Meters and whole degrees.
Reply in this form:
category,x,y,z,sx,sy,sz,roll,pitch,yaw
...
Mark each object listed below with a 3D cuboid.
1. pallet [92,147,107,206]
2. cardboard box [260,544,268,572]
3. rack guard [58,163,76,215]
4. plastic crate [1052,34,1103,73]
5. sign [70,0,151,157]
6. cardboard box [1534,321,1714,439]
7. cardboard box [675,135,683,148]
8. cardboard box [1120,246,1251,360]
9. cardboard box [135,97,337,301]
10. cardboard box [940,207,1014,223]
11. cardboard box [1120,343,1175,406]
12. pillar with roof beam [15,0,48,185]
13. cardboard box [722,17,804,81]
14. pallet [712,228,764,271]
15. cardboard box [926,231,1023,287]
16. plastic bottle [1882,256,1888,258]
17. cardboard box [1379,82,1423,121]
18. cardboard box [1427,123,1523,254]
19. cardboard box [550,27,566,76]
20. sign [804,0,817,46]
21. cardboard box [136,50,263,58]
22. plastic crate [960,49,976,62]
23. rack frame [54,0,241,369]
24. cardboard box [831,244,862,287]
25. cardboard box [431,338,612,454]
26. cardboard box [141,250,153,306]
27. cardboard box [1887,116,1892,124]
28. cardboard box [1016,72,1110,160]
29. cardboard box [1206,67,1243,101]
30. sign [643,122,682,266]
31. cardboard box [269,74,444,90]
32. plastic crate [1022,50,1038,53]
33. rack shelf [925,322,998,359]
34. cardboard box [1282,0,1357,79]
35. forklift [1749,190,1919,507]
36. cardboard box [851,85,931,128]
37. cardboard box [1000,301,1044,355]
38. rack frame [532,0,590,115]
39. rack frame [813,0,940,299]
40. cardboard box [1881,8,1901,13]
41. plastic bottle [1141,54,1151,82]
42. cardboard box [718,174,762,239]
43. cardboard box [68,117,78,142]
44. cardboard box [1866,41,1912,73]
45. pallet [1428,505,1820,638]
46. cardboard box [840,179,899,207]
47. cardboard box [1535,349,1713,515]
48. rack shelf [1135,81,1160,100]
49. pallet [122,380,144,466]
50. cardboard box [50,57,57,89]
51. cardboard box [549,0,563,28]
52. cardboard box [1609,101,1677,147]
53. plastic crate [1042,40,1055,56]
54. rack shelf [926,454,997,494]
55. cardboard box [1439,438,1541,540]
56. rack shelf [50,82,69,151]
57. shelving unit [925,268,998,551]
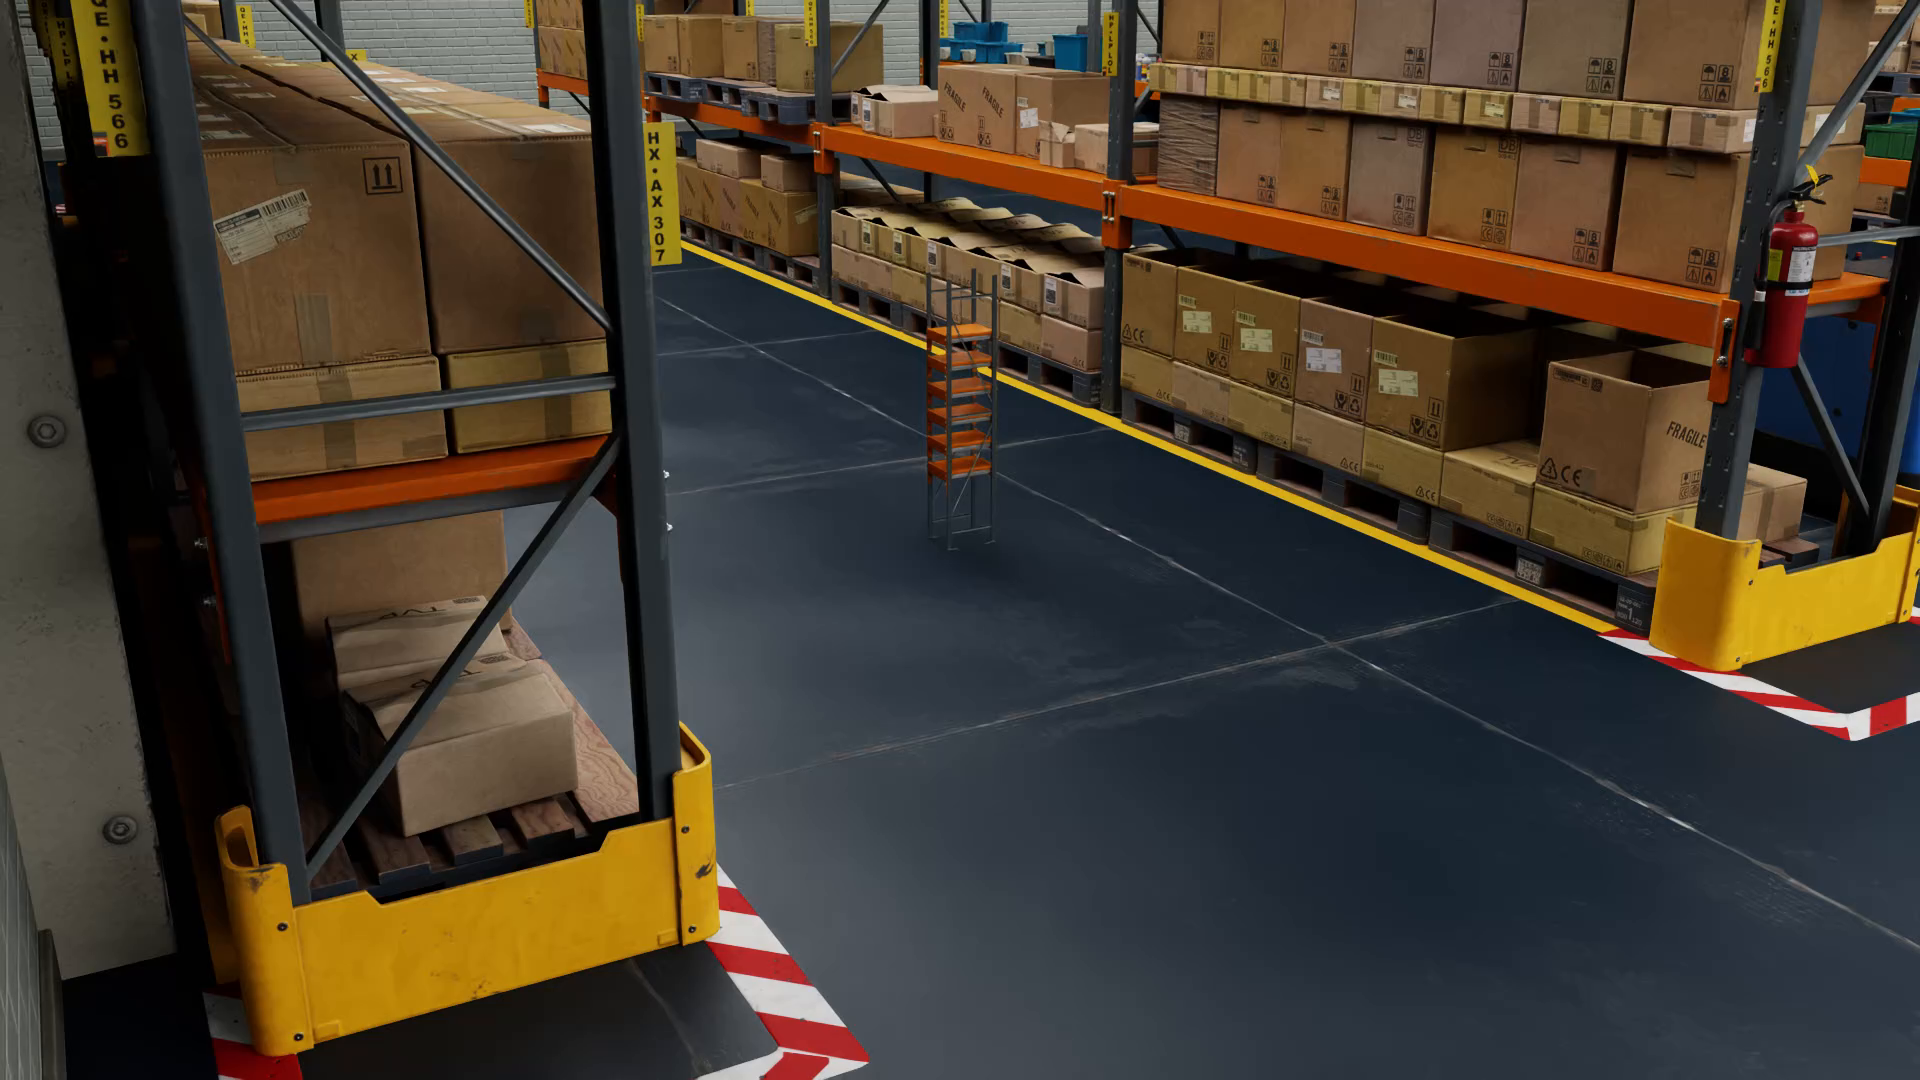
category,x,y,z,sx,sy,sz,roll,pitch,yaw
pallet,-4.003,-1.952,8.815,1.003,0.211,1.213,-10,21,-27
cardboard box,-2.551,-0.191,6.575,0.500,0.500,0.500,-12,22,-31
rack guard,-8.789,-3.726,17.495,1.175,0.500,0.348,-10,21,-27
plastic crate,1.319,-5.389,18.415,0.392,0.384,0.575,-10,21,-27
sign,-1.678,-0.924,3.284,0.100,0.325,0.005,-10,21,-27
cardboard box,2.880,-0.661,7.202,0.500,0.500,0.500,-10,21,-27
cardboard box,-3.417,-4.087,17.863,0.797,0.503,0.637,-10,21,-27
cardboard box,1.223,-1.296,9.043,0.500,0.500,0.500,-10,21,-27
cardboard box,-2.070,-0.997,4.804,0.500,0.500,0.500,-11,22,-28
cardboard box,0.097,-2.276,12.173,0.500,0.311,0.500,-10,22,-27
cardboard box,1.232,-0.943,9.169,0.500,0.250,0.500,-10,21,-27
pillar with roof beam,-7.032,-9.045,19.880,9.100,9.000,0.400,-10,21,-27
cardboard box,-1.627,-4.269,14.440,0.700,0.500,0.500,-17,25,-40
pallet,-1.518,-2.625,14.746,1.003,0.211,1.213,-10,21,-27
cardboard box,0.111,-1.897,11.074,0.500,0.311,0.500,-10,22,-27
plastic bottle,6.290,-1.751,11.326,0.144,0.351,0.185,-11,22,-29
cardboard box,2.090,-1.955,7.383,0.380,0.149,0.250,-10,22,-27
cardboard box,2.483,-1.553,7.212,0.700,0.500,0.500,-10,21,-26
cardboard box,-4.192,-5.401,18.364,0.500,0.500,0.500,-10,22,-27
sign,-1.094,-3.796,12.212,0.100,0.325,0.005,-10,21,-27
cardboard box,-3.890,-2.208,8.437,0.700,0.500,0.500,-7,20,-19
plastic crate,0.170,-5.918,20.327,0.250,0.136,0.298,-10,21,-27
rack frame,-4.979,-2.604,10.412,1.000,3.000,0.127,-10,21,-27
cardboard box,-0.631,-2.076,12.452,0.500,0.250,0.500,-10,21,-27
cardboard box,-1.132,-0.436,4.327,0.500,0.250,0.500,-11,22,-28
cardboard box,-2.537,-0.934,5.772,0.500,0.250,0.500,-10,22,-28
cardboard box,11.726,-4.960,20.428,0.500,0.500,0.500,-9,21,-24
cardboard box,0.678,-2.646,10.380,0.500,0.500,0.500,-8,21,-23
cardboard box,1.479,-2.325,8.456,0.380,0.149,0.250,-11,22,-28
sign,-0.702,-0.801,3.859,0.100,0.325,0.005,-10,21,-27
cardboard box,-2.111,-1.373,5.893,0.500,0.500,0.500,-11,22,-28
plastic crate,0.923,-5.889,20.245,0.298,0.136,0.250,-10,21,-27
rack shelf,0.007,-0.861,7.153,0.258,0.103,0.180,-10,21,-27
cardboard box,1.973,-2.470,7.880,0.700,0.500,0.500,-10,21,-27
forklift,5.389,-1.715,7.940,3.031,2.935,1.130,-8,21,-22
cardboard box,-0.487,-3.219,12.331,0.500,0.311,0.500,-9,21,-23
cardboard box,0.588,-1.343,10.328,0.500,0.250,0.500,-10,22,-27
rack frame,-4.420,-5.669,19.294,1.000,3.000,0.127,-10,21,-27
rack frame,-0.621,-3.373,12.639,1.000,3.000,0.127,-10,21,-27
cardboard box,11.395,-6.370,20.154,0.380,0.149,0.250,-10,21,-27
plastic bottle,1.930,-4.892,17.239,0.097,0.271,0.097,0,19,0
cardboard box,-1.772,-2.930,14.512,0.500,0.500,0.500,-11,22,-29
cardboard box,-5.900,-2.832,11.425,0.380,0.149,0.250,-11,22,-28
cardboard box,8.692,-4.517,15.541,0.500,0.250,0.500,-11,22,-28
pallet,2.778,0.029,7.056,1.003,0.211,1.213,-10,21,-27
cardboard box,-0.839,-2.723,13.915,0.500,0.500,0.500,-11,22,-29
cardboard box,2.661,-0.437,6.554,0.500,0.500,0.500,-10,21,-27
rack shelf,2.790,-4.373,16.641,1.077,0.370,4.000,-10,21,-27
pallet,-4.034,-0.712,9.203,1.003,0.211,1.213,-10,21,-27
cardboard box,-8.527,-4.898,16.599,0.980,0.700,0.700,-9,21,-24
cardboard box,-4.186,-5.872,18.196,0.500,0.500,0.500,-10,21,-26
cardboard box,2.703,-1.585,6.311,0.380,0.149,0.250,-9,21,-25
plastic crate,1.278,-5.726,19.550,0.437,0.282,0.530,-10,21,-27
rack shelf,0.007,-0.294,7.348,0.258,0.103,0.180,-10,21,-27
cardboard box,2.415,-0.225,7.088,0.500,0.250,0.500,-10,21,-27
rack shelf,-7.828,-3.987,15.521,1.077,0.370,4.000,-10,21,-27
shelving unit,0.007,-0.563,7.255,0.258,1.200,0.189,-10,21,-27
